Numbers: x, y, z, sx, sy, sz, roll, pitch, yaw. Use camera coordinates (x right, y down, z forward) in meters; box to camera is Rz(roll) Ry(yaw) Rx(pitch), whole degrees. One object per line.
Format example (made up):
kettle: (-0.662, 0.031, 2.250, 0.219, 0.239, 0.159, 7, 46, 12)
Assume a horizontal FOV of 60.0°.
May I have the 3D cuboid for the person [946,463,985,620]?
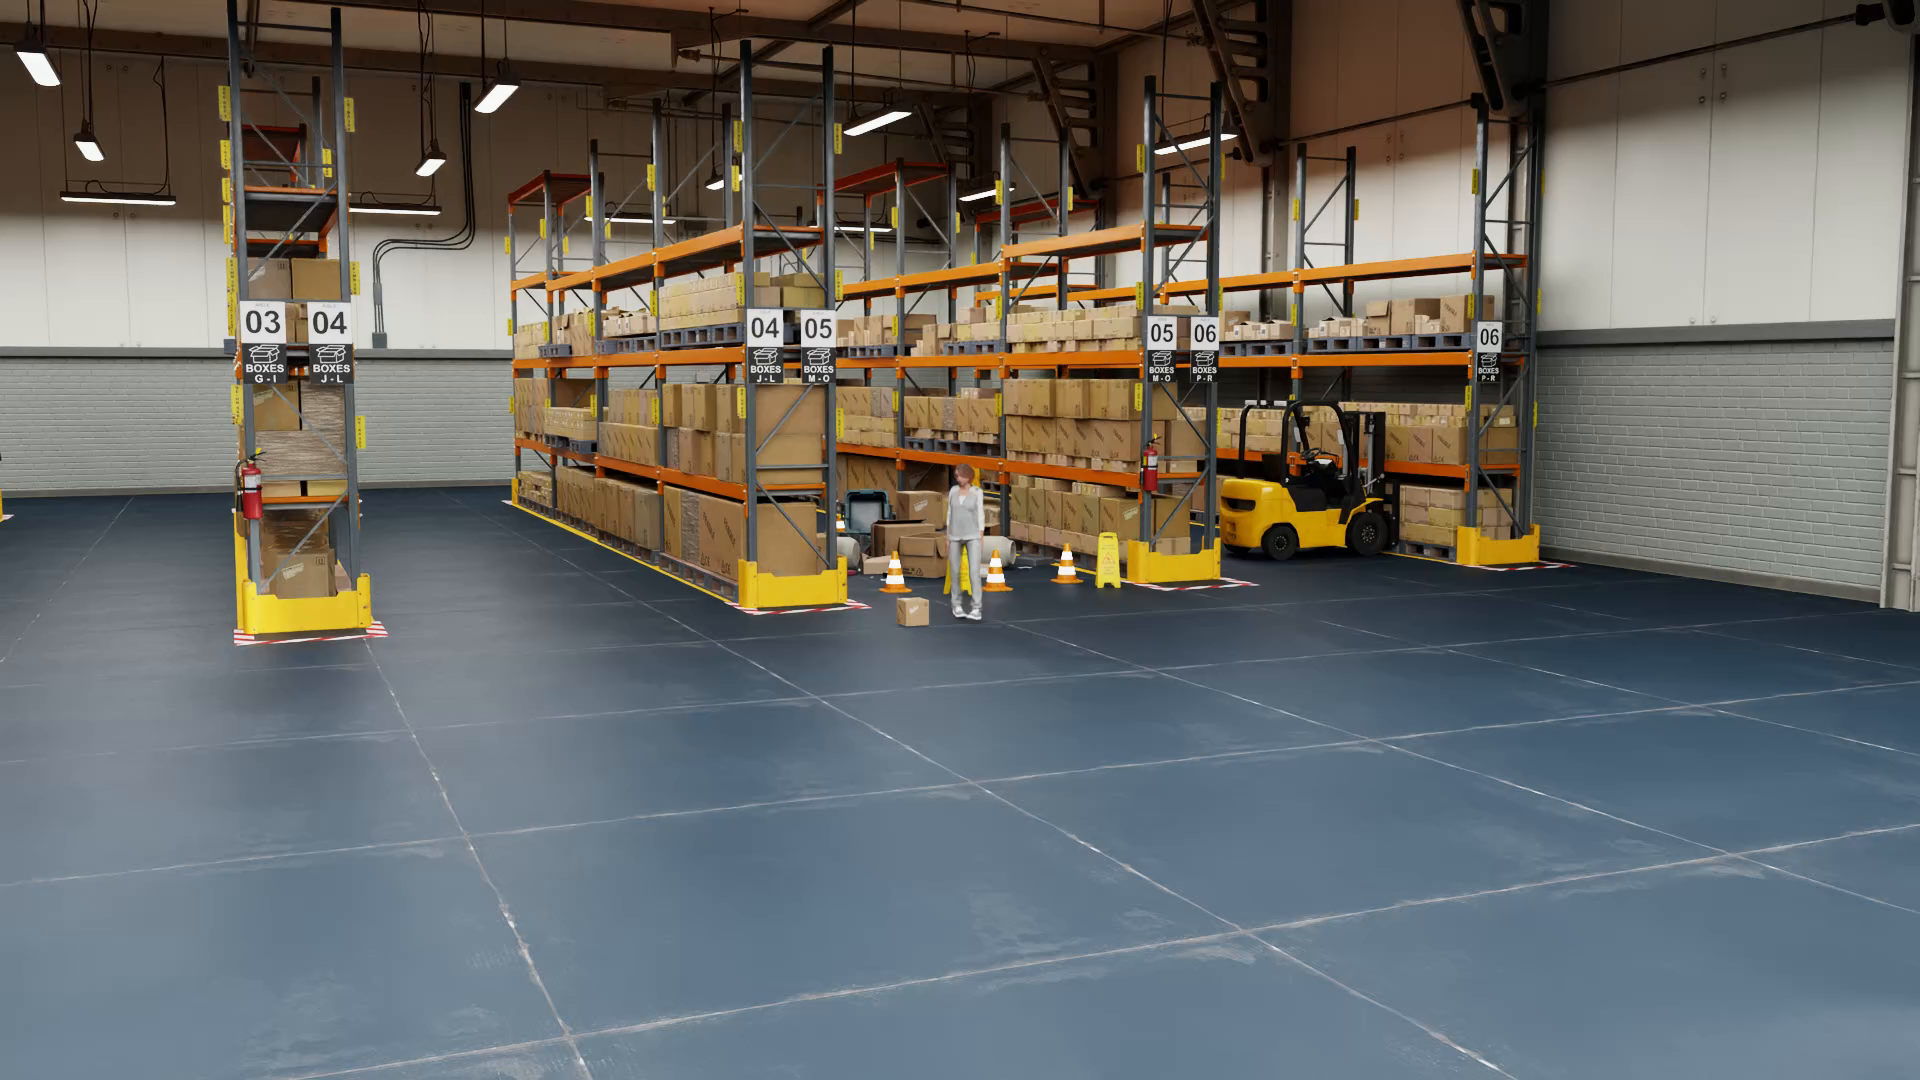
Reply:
person: (0.049, 0.026, 16.948, 0.411, 1.562, 0.547, 2, 6, 16)
